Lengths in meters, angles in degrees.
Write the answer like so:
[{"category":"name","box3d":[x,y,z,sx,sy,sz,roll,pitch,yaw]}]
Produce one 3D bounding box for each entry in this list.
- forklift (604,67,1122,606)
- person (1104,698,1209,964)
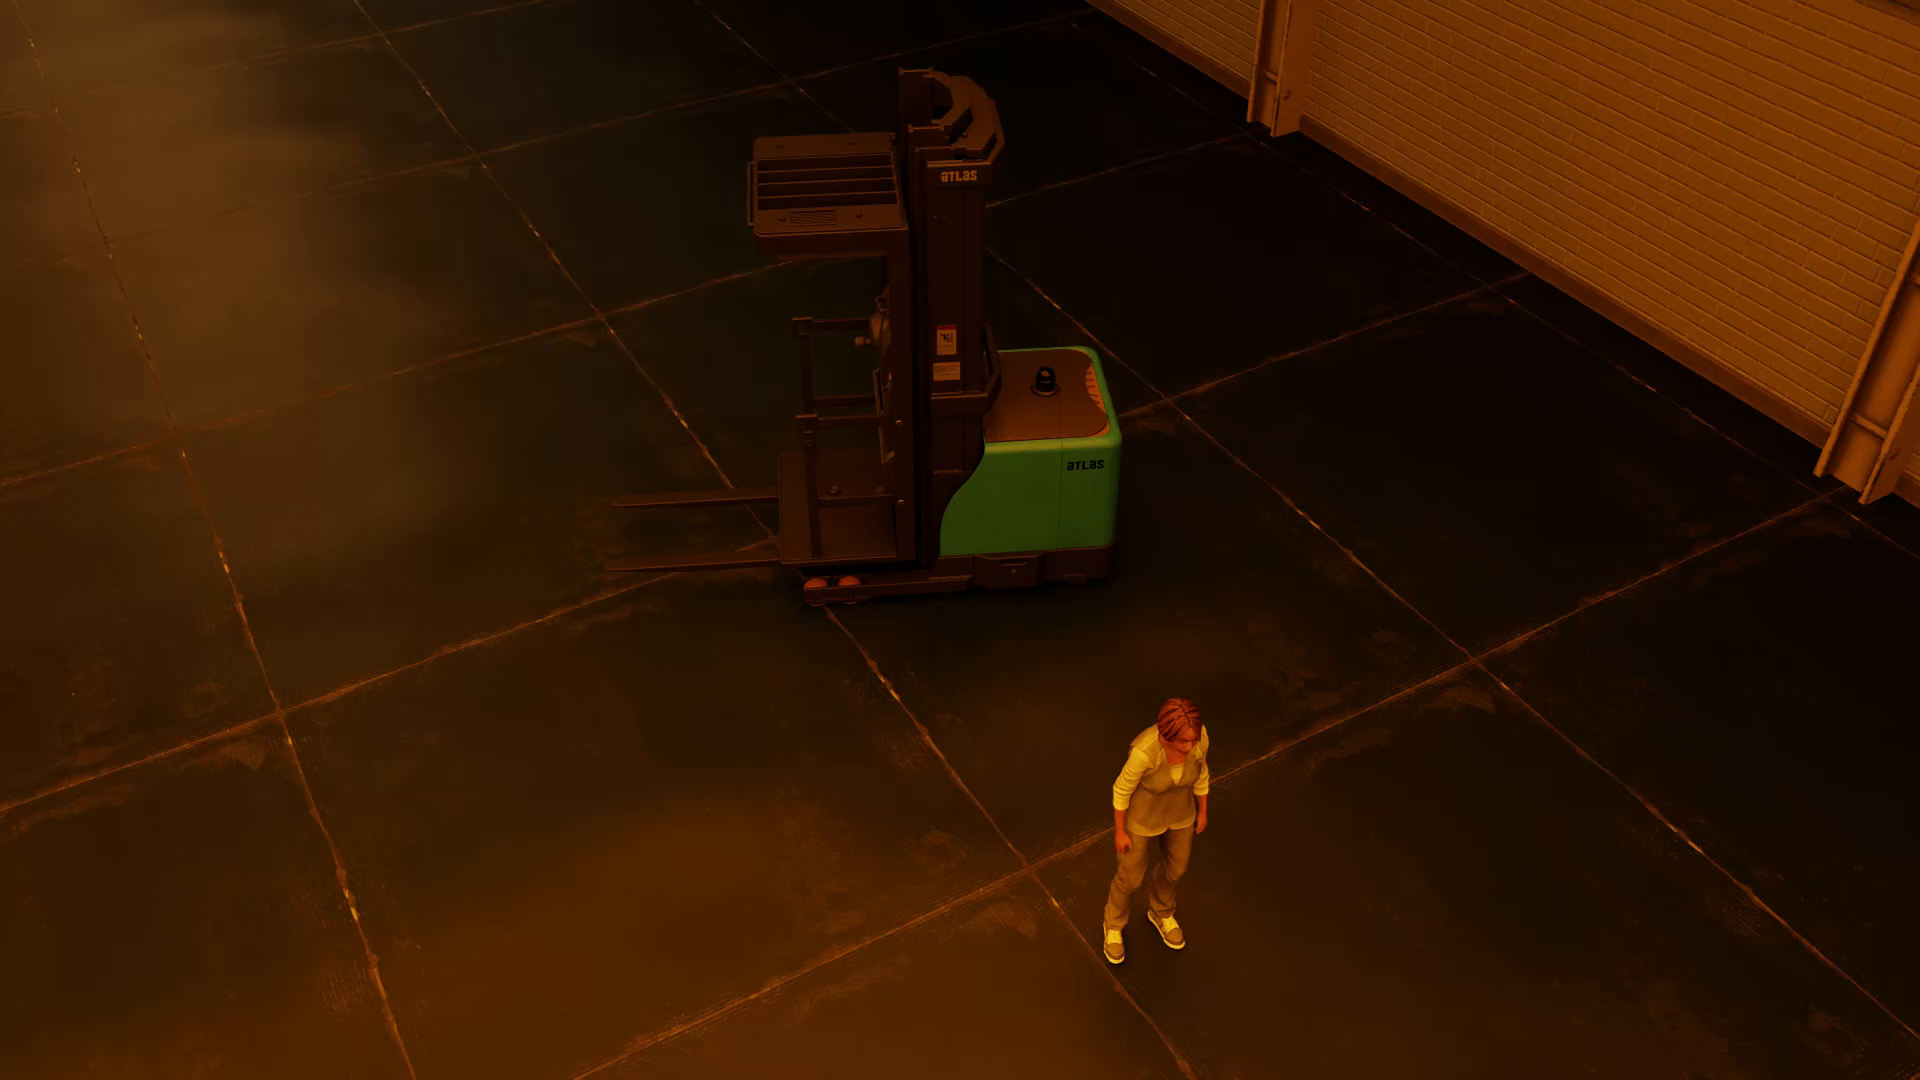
[{"category":"forklift","box3d":[-0.616,-1.090,9.351,3.031,2.935,1.130,-4,40,-4]},{"category":"person","box3d":[0.898,1.276,7.547,0.485,1.593,0.342,-12,41,-14]}]
